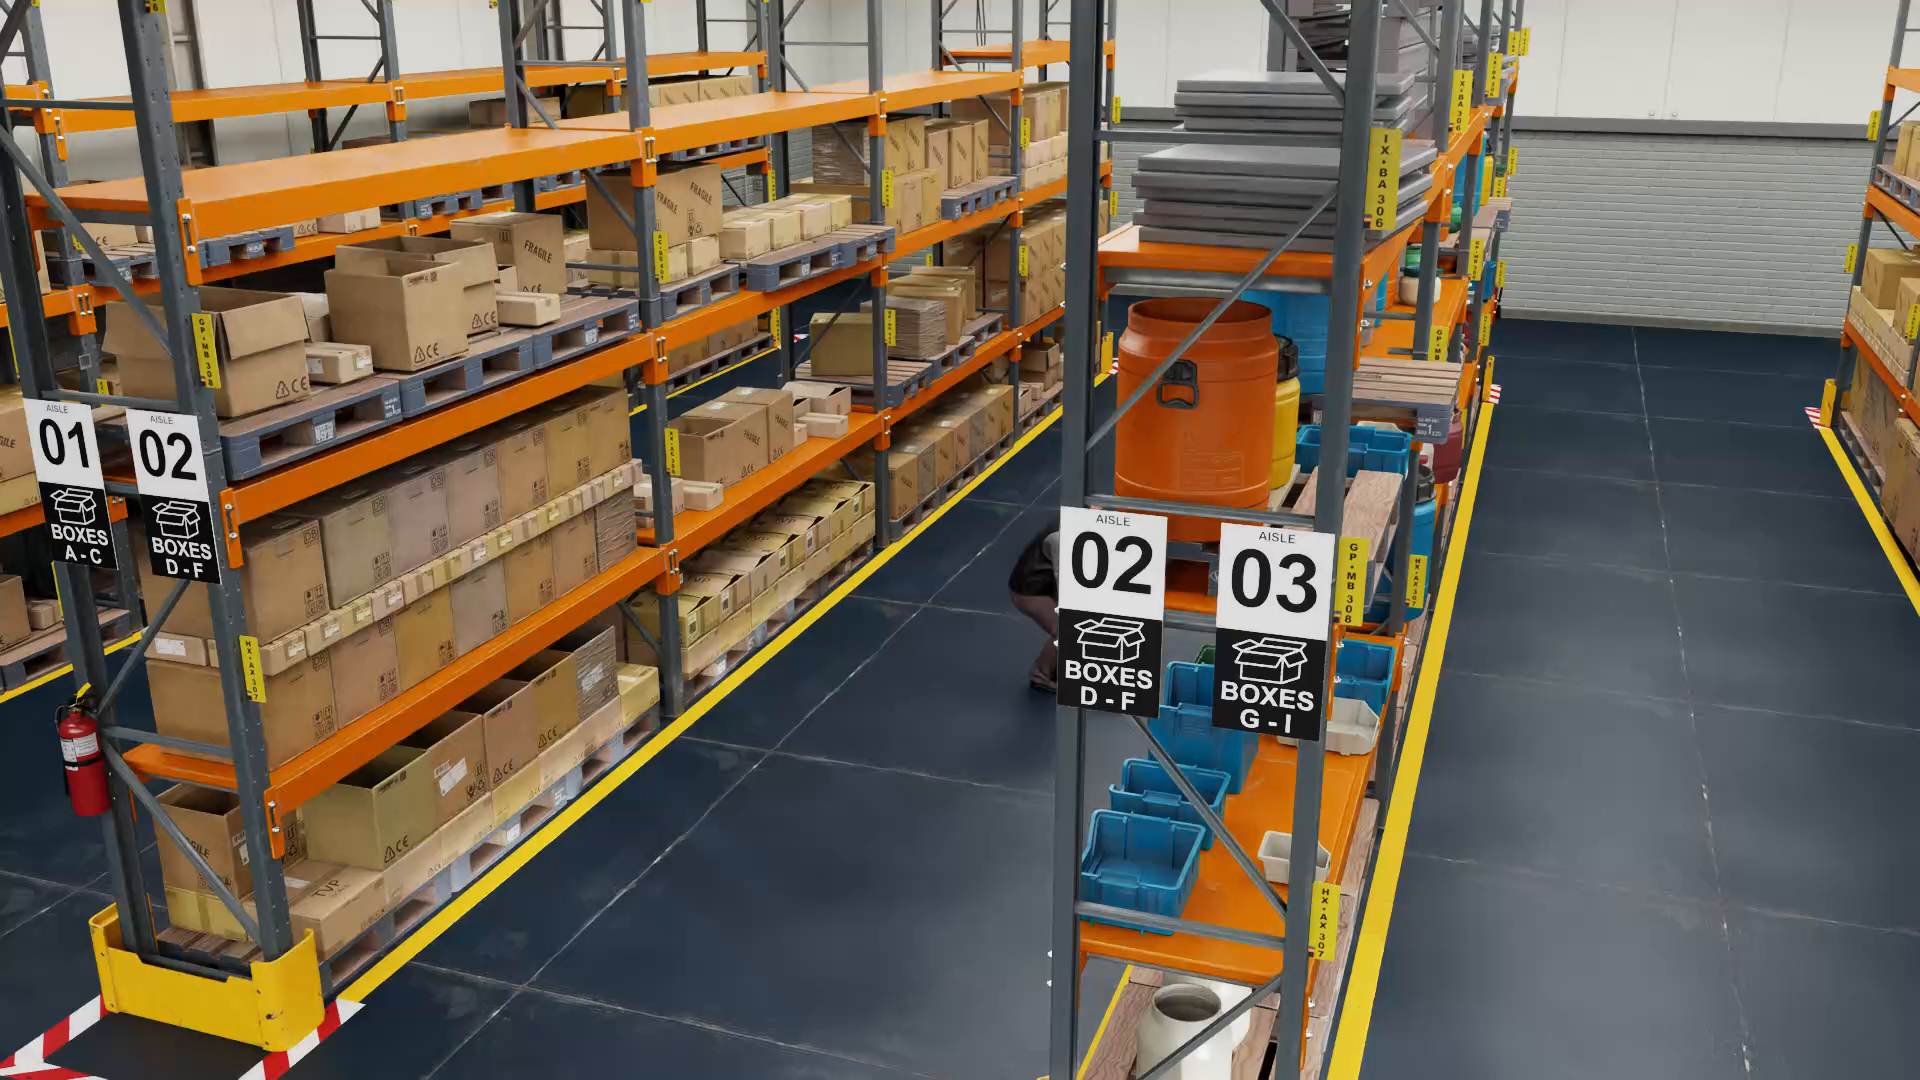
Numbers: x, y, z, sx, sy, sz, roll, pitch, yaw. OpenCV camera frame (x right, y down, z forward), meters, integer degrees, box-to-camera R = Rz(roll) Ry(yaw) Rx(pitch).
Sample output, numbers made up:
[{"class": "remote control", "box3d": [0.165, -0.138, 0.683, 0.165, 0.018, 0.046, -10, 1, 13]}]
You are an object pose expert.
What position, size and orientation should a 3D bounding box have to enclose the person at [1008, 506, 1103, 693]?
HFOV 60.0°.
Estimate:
[{"class": "person", "box3d": [0.723, 0.386, 12.351, 0.690, 1.433, 0.591, 6, 20, 18]}]
